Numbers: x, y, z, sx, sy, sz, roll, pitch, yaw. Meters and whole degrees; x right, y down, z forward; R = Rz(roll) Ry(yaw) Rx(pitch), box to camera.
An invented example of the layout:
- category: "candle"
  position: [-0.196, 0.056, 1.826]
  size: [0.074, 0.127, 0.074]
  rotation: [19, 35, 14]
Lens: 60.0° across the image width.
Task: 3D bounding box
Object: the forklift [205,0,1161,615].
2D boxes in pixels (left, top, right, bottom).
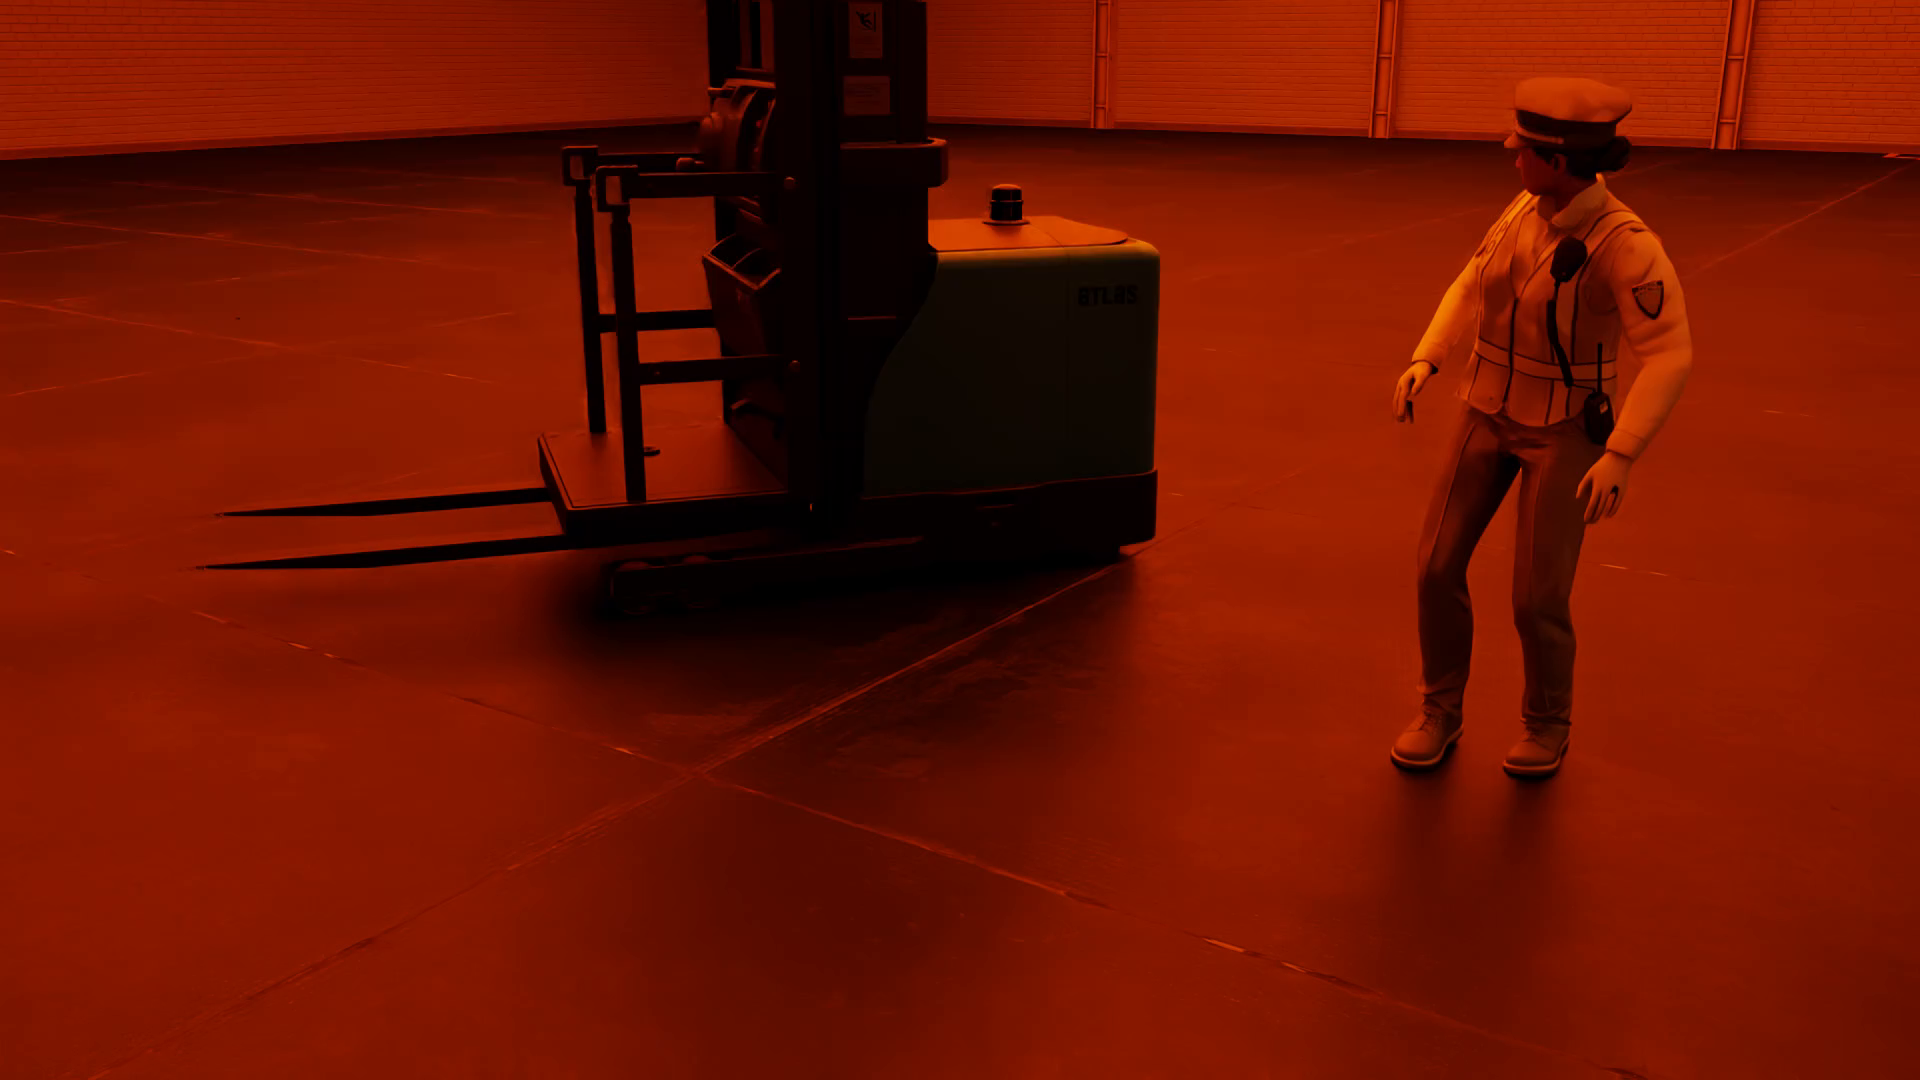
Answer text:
- category: "forklift"
  position: [-0.898, -1.340, 5.314]
  size: [3.031, 2.935, 1.130]
  rotation: [-5, 18, -18]

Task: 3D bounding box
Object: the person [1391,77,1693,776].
- category: "person"
  position: [1.339, -0.233, 3.899]
  size: [0.476, 1.639, 0.697]
  rotation: [-13, 21, -37]
